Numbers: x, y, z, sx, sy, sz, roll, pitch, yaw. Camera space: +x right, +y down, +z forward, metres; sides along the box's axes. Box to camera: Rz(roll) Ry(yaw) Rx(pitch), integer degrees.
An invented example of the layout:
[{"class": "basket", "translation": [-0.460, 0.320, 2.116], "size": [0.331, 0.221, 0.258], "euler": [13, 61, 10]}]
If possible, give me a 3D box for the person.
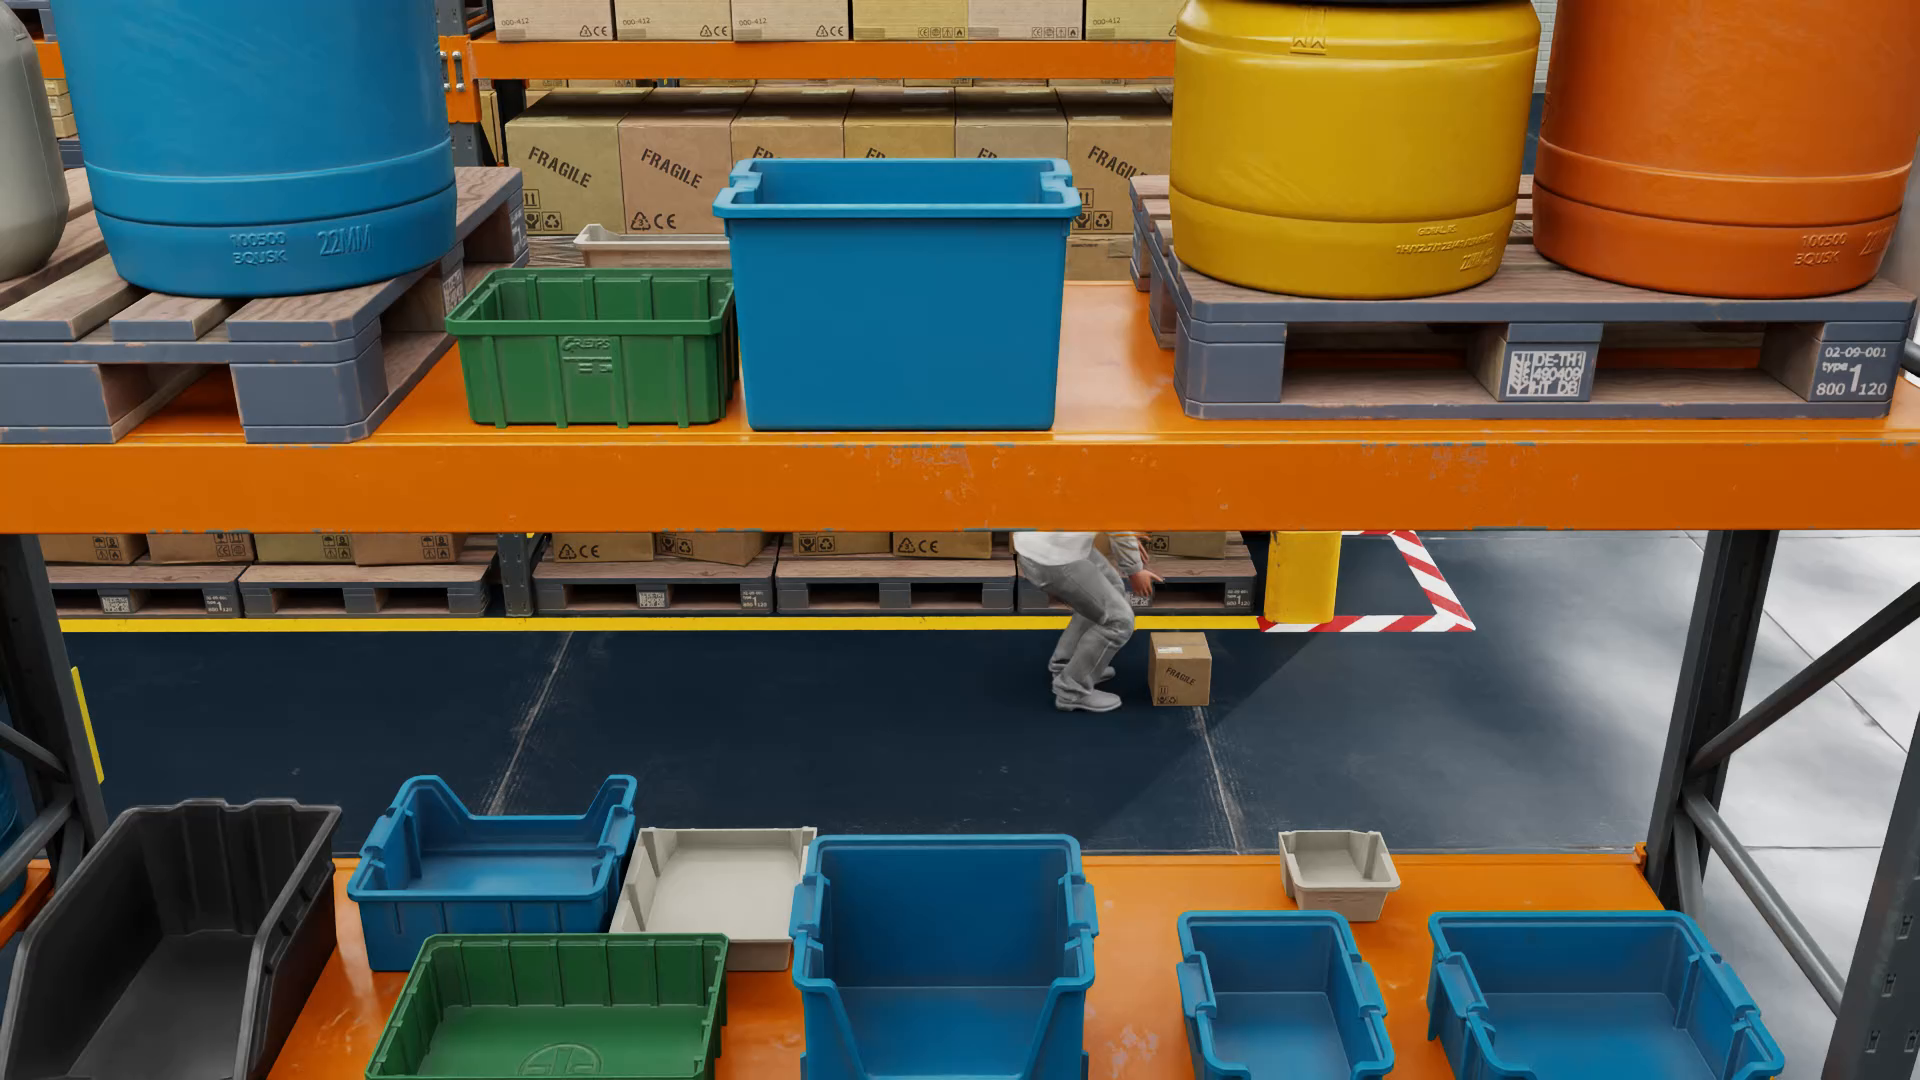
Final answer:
[{"class": "person", "translation": [0.597, 0.016, 7.405], "size": [0.734, 1.478, 0.591], "euler": [-1, 24, -2]}]
